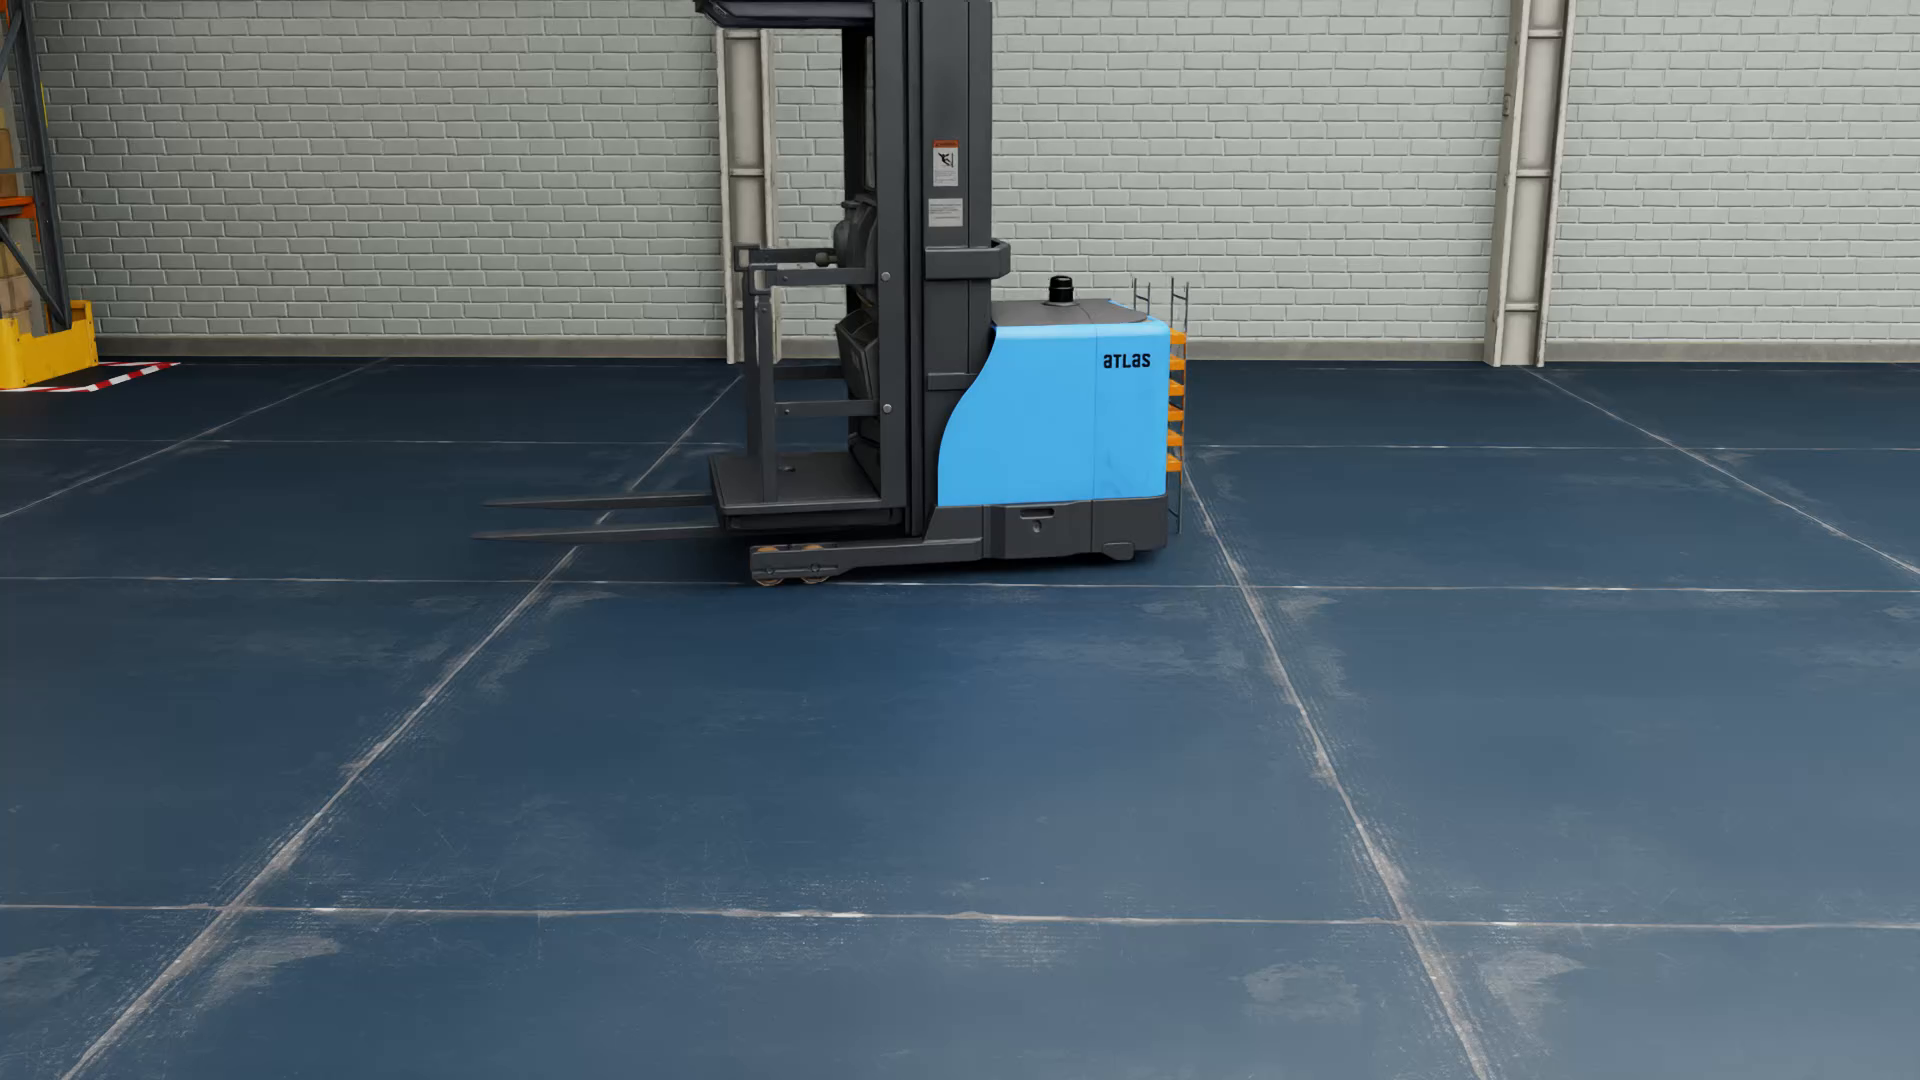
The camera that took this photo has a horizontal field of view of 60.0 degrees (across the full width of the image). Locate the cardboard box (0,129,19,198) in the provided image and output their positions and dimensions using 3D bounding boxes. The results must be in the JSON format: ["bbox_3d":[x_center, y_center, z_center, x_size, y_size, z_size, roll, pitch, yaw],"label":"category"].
[{"bbox_3d":[-7.450,-2.809,12.411,0.500,0.500,0.500,1,15,3],"label":"cardboard box"}]

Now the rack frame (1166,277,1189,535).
[{"bbox_3d":[1.023,-0.632,7.883,0.006,1.200,0.240,-3,15,-11],"label":"rack frame"}]

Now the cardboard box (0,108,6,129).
[{"bbox_3d":[-7.295,-3.117,12.307,0.250,0.149,0.380,0,15,0],"label":"cardboard box"}]

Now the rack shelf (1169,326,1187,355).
[{"bbox_3d":[0.934,-0.933,7.786,0.180,0.103,0.258,-3,15,-11],"label":"rack shelf"}]

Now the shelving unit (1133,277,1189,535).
[{"bbox_3d":[0.934,-0.628,7.866,0.189,1.200,0.258,-3,15,-11],"label":"shelving unit"}]

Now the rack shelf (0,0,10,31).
[{"bbox_3d":[-8.961,-3.802,11.902,4.000,0.370,1.077,0,15,1],"label":"rack shelf"}]

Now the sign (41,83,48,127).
[{"bbox_3d":[-6.942,-3.285,12.559,0.005,0.325,0.100,0,15,1],"label":"sign"}]

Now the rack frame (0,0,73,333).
[{"bbox_3d":[-6.962,-2.687,12.143,0.127,3.000,1.000,0,15,1],"label":"rack frame"}]

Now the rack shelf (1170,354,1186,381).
[{"bbox_3d":[0.934,-0.817,7.817,0.180,0.103,0.258,-3,15,-11],"label":"rack shelf"}]

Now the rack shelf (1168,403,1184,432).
[{"bbox_3d":[0.934,-0.585,7.878,0.180,0.103,0.258,-3,15,-11],"label":"rack shelf"}]

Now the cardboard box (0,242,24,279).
[{"bbox_3d":[-7.438,-2.095,12.508,0.500,0.250,0.500,0,15,1],"label":"cardboard box"}]

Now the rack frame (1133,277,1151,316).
[{"bbox_3d":[0.844,-0.623,7.850,0.006,1.200,0.240,-3,15,-11],"label":"rack frame"}]

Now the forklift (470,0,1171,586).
[{"bbox_3d":[-0.637,-1.367,7.275,3.031,2.935,1.130,-3,15,-11],"label":"forklift"}]

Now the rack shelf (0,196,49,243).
[{"bbox_3d":[-8.961,-2.352,12.285,4.000,0.370,1.077,0,15,1],"label":"rack shelf"}]

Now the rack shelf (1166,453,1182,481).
[{"bbox_3d":[0.934,-0.352,7.939,0.180,0.103,0.258,-3,15,-11],"label":"rack shelf"}]

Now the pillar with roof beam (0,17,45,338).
[{"bbox_3d":[-7.745,-4.724,8.105,0.400,9.000,9.100,0,15,1],"label":"pillar with roof beam"}]

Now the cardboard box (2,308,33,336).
[{"bbox_3d":[-7.448,-1.613,12.642,0.500,0.250,0.500,0,15,2],"label":"cardboard box"}]

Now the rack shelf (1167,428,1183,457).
[{"bbox_3d":[0.934,-0.469,7.908,0.180,0.103,0.258,-3,15,-11],"label":"rack shelf"}]

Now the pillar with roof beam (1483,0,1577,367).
[{"bbox_3d":[4.251,-4.646,7.809,0.400,9.000,9.100,0,15,1],"label":"pillar with roof beam"}]

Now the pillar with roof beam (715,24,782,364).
[{"bbox_3d":[-1.747,-4.685,7.957,0.400,9.000,9.100,0,15,1],"label":"pillar with roof beam"}]

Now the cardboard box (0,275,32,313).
[{"bbox_3d":[-7.427,-1.858,12.589,0.500,0.250,0.500,1,15,2],"label":"cardboard box"}]

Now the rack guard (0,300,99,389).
[{"bbox_3d":[-6.938,-1.478,12.462,0.348,0.500,1.175,0,15,1],"label":"rack guard"}]

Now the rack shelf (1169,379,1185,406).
[{"bbox_3d":[0.934,-0.701,7.847,0.180,0.103,0.258,-3,15,-11],"label":"rack shelf"}]
